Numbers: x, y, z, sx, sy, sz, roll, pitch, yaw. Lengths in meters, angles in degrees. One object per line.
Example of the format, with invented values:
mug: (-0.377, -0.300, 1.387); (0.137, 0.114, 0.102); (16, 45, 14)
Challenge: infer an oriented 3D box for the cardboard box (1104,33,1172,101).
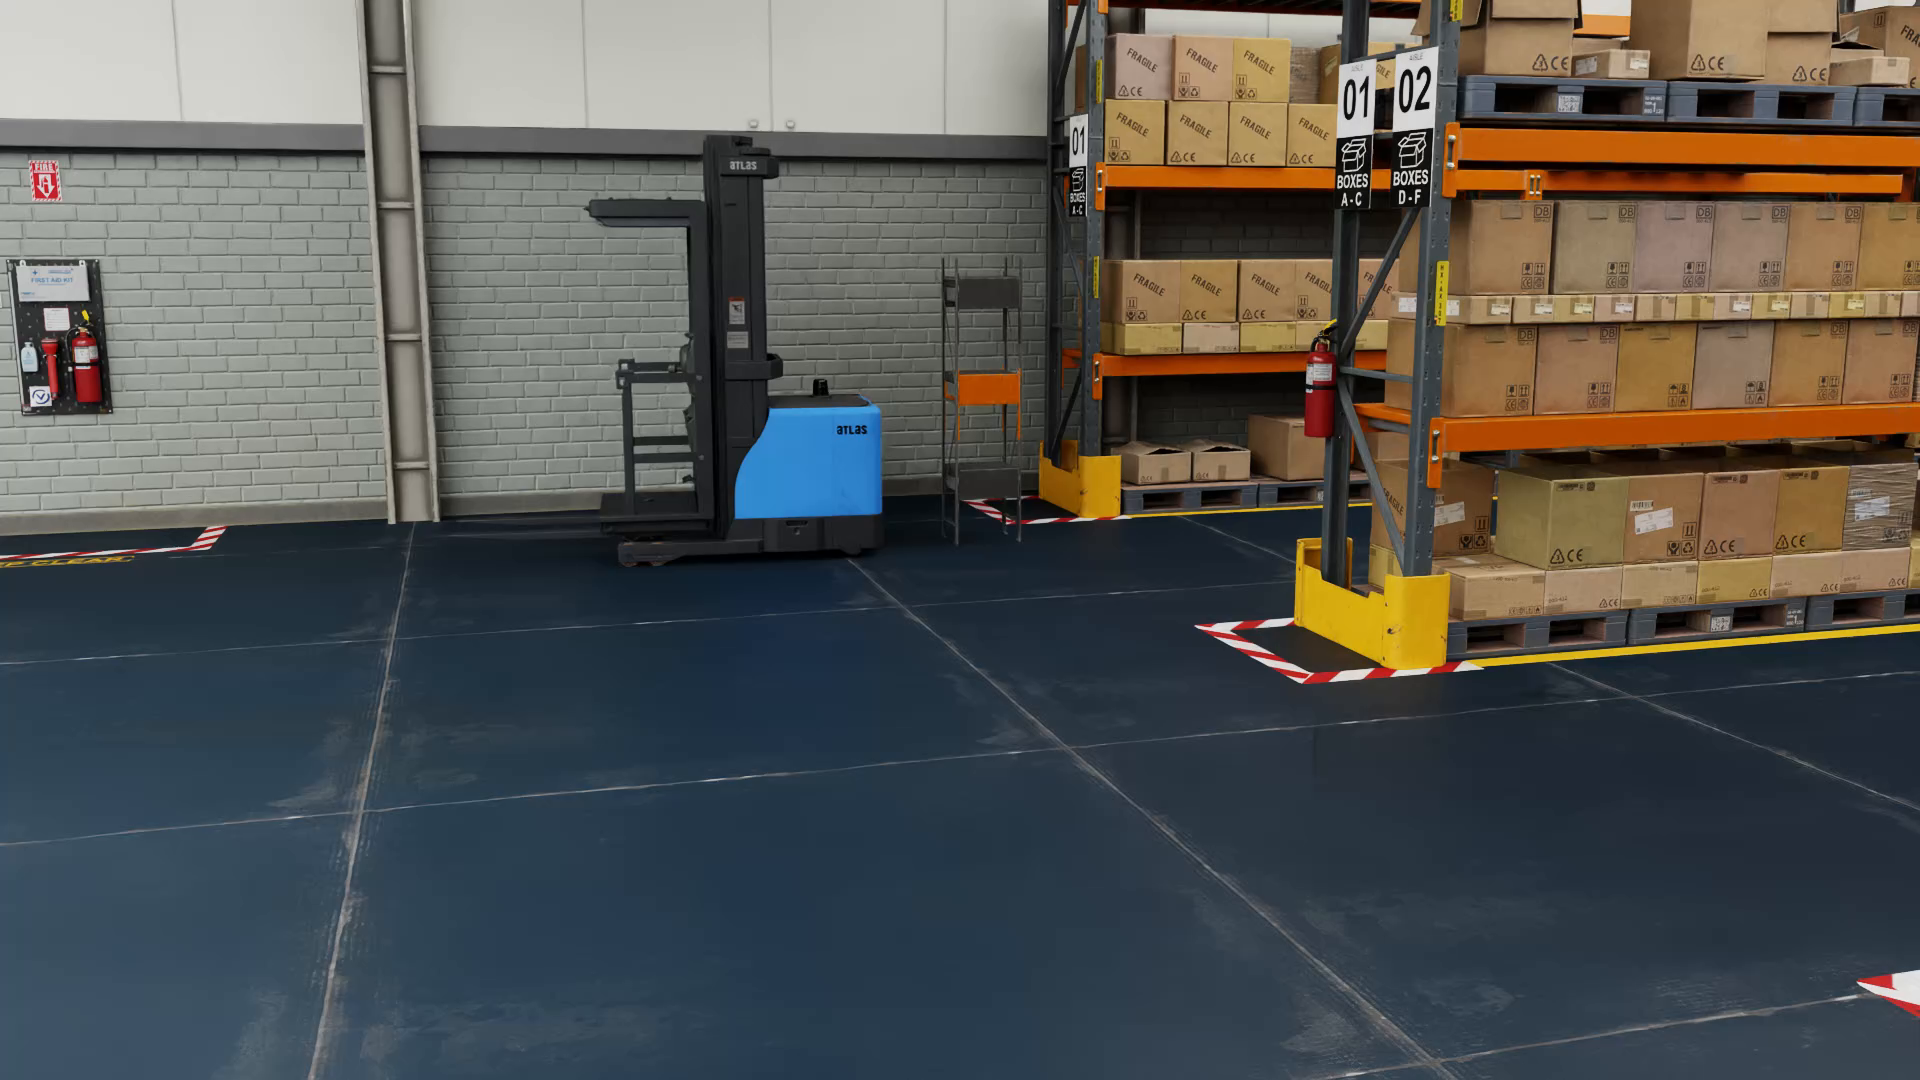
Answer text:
cardboard box: (1.366, -3.760, 13.306); (0.500, 0.500, 0.500); (-4, 11, -20)

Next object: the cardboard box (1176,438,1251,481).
cardboard box: (2.165, -0.699, 14.267); (0.500, 0.311, 0.500); (-2, 11, -11)

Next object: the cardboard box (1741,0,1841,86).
cardboard box: (4.540, -2.838, 9.560); (0.637, 0.503, 0.797); (-2, 11, -10)

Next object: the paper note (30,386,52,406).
paper note: (-6.975, -1.090, 12.615); (0.142, 0.148, 0.016); (-3, 11, -16)

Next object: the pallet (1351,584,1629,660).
pallet: (3.039, 0.430, 9.627); (1.213, 0.211, 1.003); (-3, 11, -16)

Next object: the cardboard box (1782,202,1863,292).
cardboard box: (4.767, -1.710, 9.693); (0.500, 0.500, 0.700); (-3, 11, -16)

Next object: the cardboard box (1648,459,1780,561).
cardboard box: (4.334, -0.182, 9.615); (0.500, 0.500, 0.500); (-3, 11, -16)

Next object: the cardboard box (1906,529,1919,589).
cardboard box: (5.772, 0.109, 10.102); (0.500, 0.250, 0.500); (-3, 11, -16)

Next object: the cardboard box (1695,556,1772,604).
cardboard box: (4.334, 0.186, 9.684); (0.500, 0.250, 0.500); (-3, 11, -16)

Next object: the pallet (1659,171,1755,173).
pallet: (6.386, -3.407, 15.004); (1.003, 0.211, 1.213); (-3, 11, -16)

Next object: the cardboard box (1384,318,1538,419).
cardboard box: (2.768, -0.966, 9.232); (0.500, 0.500, 0.700); (-3, 11, -16)

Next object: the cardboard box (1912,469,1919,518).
cardboard box: (6.465, -0.298, 10.767); (0.500, 0.311, 0.500); (-3, 11, -16)

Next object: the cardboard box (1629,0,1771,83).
cardboard box: (3.987, -2.732, 8.992); (0.500, 0.500, 0.500); (-3, 11, -16)

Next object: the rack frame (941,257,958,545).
rack frame: (-0.075, -1.029, 12.335); (0.015, 2.100, 0.400); (-3, 11, -16)

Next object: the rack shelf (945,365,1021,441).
rack shelf: (0.159, -1.028, 12.404); (0.480, 0.518, 0.431); (-3, 11, -16)

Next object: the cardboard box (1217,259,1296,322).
cardboard box: (2.445, -2.081, 13.856); (0.500, 0.500, 0.500); (-3, 11, -18)

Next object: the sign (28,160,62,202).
sign: (-6.822, -2.677, 12.401); (0.199, 0.298, 0.001); (-3, 11, -16)

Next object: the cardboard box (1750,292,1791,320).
cardboard box: (4.482, -1.337, 9.457); (0.250, 0.149, 0.380); (-3, 11, -14)

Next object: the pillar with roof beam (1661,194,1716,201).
pillar with roof beam: (8.322, -4.448, 11.852); (0.400, 9.000, 9.100); (-3, 11, -16)

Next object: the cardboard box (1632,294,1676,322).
cardboard box: (3.744, -1.299, 9.247); (0.250, 0.149, 0.380); (-3, 11, -18)

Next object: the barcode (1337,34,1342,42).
barcode: (3.314, -4.373, 14.482); (0.075, 0.075, 0.001); (-3, 11, -16)

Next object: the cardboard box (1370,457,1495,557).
cardboard box: (2.748, -0.197, 9.697); (0.500, 0.500, 0.500); (-3, 11, -16)

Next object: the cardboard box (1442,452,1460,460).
cardboard box: (4.263, -0.749, 14.943); (0.250, 0.166, 0.380); (-5, 11, -23)

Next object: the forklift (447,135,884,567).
forklift: (-2.112, -1.359, 11.833); (3.031, 2.935, 1.130); (-2, 11, -10)

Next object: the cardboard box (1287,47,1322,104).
cardboard box: (2.754, -3.924, 14.200); (0.500, 0.500, 0.500); (-3, 11, -16)

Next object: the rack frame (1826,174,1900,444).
rack frame: (8.609, -2.161, 16.001); (0.127, 3.000, 1.000); (-3, 11, -16)

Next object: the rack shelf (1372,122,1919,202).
rack shelf: (4.236, -2.118, 9.469); (4.000, 0.370, 1.077); (-3, 11, -16)

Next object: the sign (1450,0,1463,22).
sign: (2.465, -2.743, 8.242); (0.005, 0.325, 0.100); (-3, 11, -16)

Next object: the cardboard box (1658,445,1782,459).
cardboard box: (4.664, -0.301, 10.261); (0.500, 0.500, 0.500); (-3, 11, -16)

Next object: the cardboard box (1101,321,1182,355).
cardboard box: (1.485, -1.662, 13.648); (0.500, 0.250, 0.500); (-3, 11, -18)

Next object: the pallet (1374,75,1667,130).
pallet: (3.002, -2.358, 9.032); (1.213, 0.211, 1.003); (-3, 11, -16)

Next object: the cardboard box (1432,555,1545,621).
cardboard box: (2.893, 0.262, 9.274); (0.500, 0.250, 0.500); (-3, 11, -16)

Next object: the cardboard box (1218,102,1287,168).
cardboard box: (2.342, -3.312, 13.636); (0.500, 0.500, 0.500); (-2, 11, -13)

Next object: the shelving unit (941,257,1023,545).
shelving unit: (0.159, -1.041, 12.402); (0.503, 2.100, 0.431); (-3, 11, -16)

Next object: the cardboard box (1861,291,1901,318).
cardboard box: (5.215, -1.376, 9.666); (0.250, 0.149, 0.380); (-3, 11, -16)

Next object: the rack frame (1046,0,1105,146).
rack frame: (0.928, -4.707, 13.259); (0.127, 3.000, 1.000); (-3, 11, -16)

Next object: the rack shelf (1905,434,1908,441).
rack shelf: (8.077, -0.845, 10.840); (4.000, 0.370, 1.077); (-3, 11, -16)

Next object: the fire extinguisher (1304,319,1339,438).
fire extinguisher: (2.073, -0.932, 9.538); (0.183, 0.674, 0.296); (-3, 11, -16)

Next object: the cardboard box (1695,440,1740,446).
cardboard box: (6.936, -1.067, 15.745); (0.500, 0.500, 0.700); (-3, 11, -16)

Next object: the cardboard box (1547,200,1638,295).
cardboard box: (3.322, -1.634, 9.279); (0.500, 0.500, 0.700); (-3, 11, -17)

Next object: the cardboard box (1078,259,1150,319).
cardboard box: (1.321, -2.122, 14.076); (0.500, 0.500, 0.500); (-3, 11, -17)

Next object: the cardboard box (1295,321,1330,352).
cardboard box: (2.957, -1.741, 14.075); (0.500, 0.250, 0.500); (-3, 11, -15)

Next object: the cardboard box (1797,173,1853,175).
cardboard box: (7.993, -3.519, 15.283); (0.500, 0.311, 0.500); (-3, 11, -16)

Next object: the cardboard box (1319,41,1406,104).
cardboard box: (3.341, -3.854, 13.821); (0.500, 0.500, 0.500); (-3, 11, -18)

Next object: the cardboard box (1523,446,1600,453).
cardboard box: (5.471, -0.986, 15.306); (0.500, 0.500, 0.700); (-3, 11, -14)

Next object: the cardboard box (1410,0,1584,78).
cardboard box: (2.869, -2.725, 8.948); (0.637, 0.503, 0.797); (-2, 11, -12)

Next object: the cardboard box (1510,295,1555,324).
cardboard box: (3.006, -1.260, 9.037); (0.250, 0.149, 0.380); (-3, 11, -17)

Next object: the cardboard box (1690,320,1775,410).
cardboard box: (4.253, -1.045, 9.661); (0.500, 0.500, 0.700); (-3, 11, -14)

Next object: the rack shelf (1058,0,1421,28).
rack shelf: (2.848, -4.453, 13.874); (4.000, 0.370, 1.077); (-3, 11, -16)

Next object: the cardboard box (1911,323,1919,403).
cardboard box: (5.732, -1.123, 10.088); (0.500, 0.500, 0.700); (-3, 11, -17)

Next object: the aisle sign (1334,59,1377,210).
aisle sign: (2.171, -2.222, 9.149); (0.004, 0.787, 0.394); (-3, 11, -16)

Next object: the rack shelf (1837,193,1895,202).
rack shelf: (10.529, -3.384, 16.344); (4.000, 0.370, 1.077); (-3, 11, -16)
